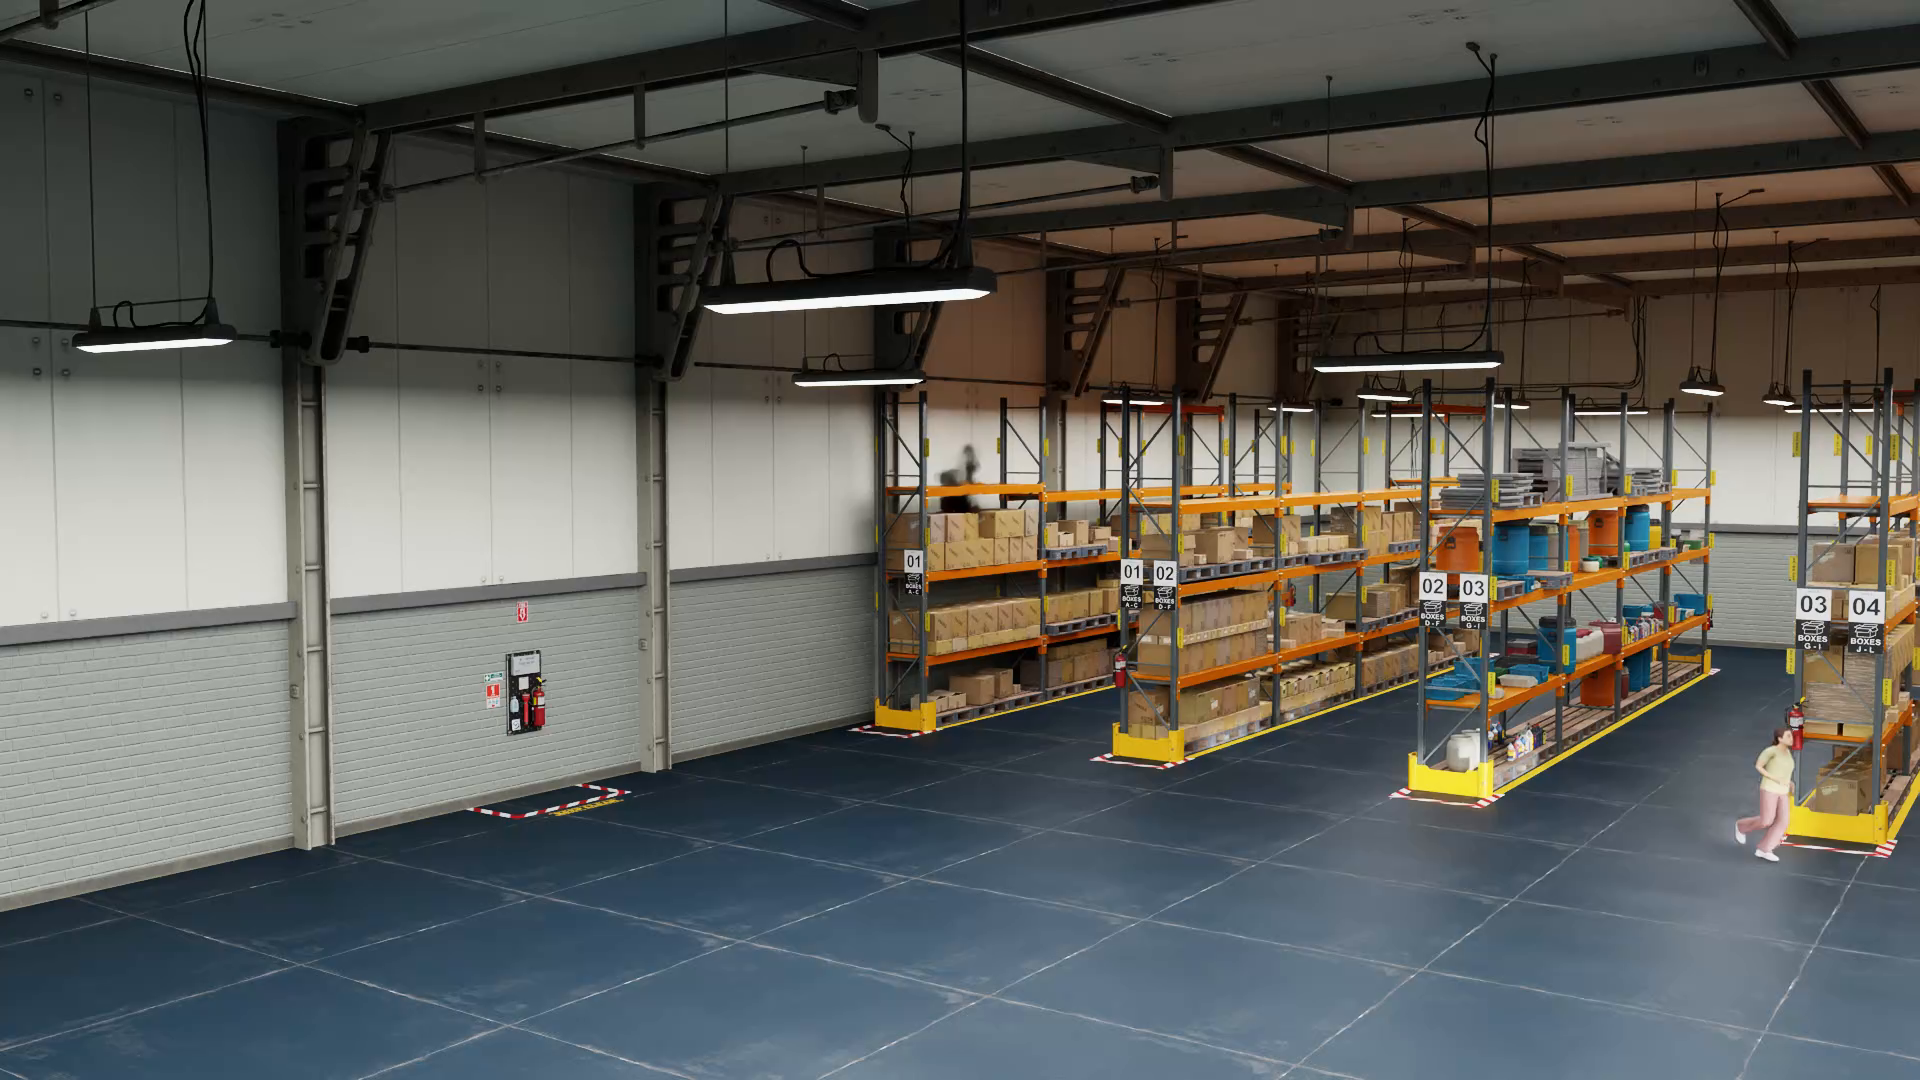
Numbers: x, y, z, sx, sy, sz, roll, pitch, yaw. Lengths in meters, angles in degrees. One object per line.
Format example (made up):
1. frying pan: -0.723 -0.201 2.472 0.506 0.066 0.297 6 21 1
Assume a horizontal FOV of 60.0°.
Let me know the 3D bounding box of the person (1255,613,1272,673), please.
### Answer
1. person: 6.608 2.124 36.429 0.614 1.674 0.880 1 3 25

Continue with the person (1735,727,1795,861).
1. person: 9.973 3.073 20.453 0.599 1.596 0.711 -1 3 -20
